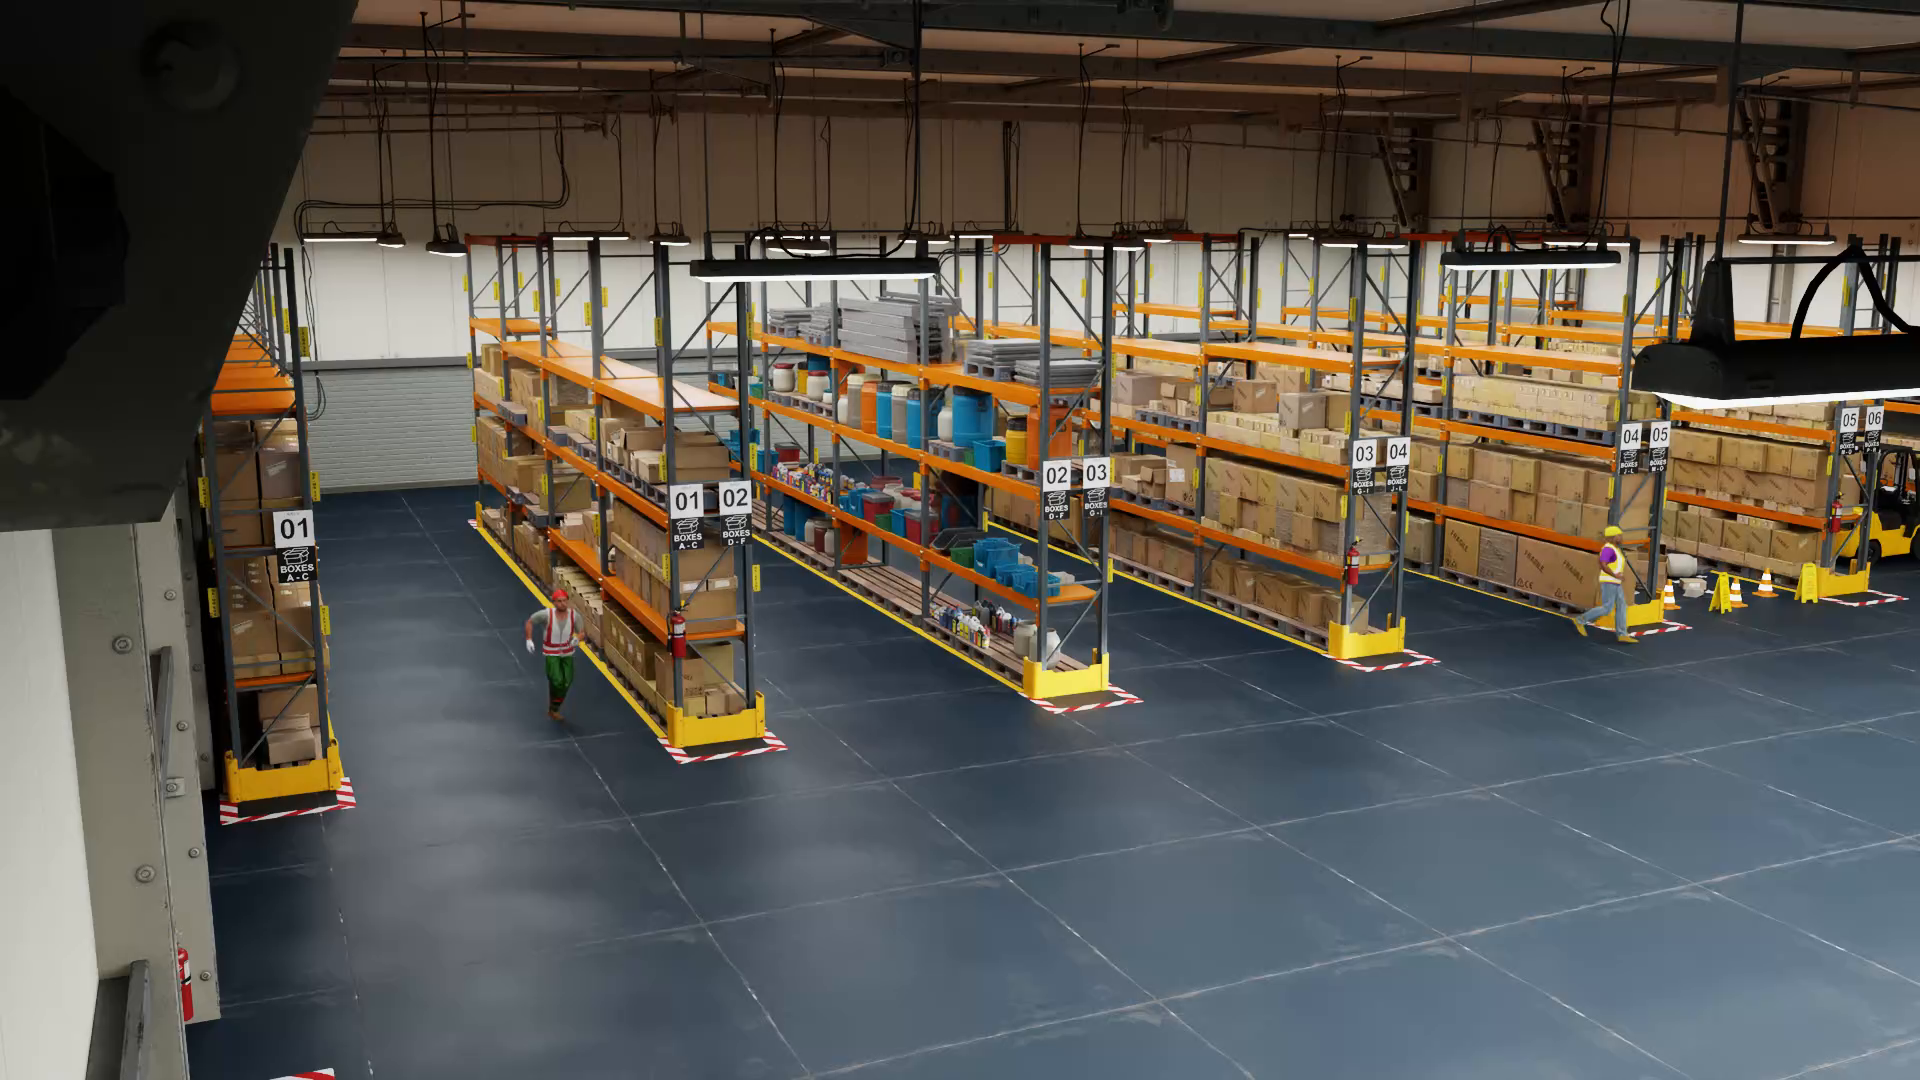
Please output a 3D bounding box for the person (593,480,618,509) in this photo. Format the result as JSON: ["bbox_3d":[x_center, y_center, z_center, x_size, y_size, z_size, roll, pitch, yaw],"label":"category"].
[{"bbox_3d":[-7.189,-1.106,34.128,0.665,1.847,0.806,-10,15,-41],"label":"person"}]

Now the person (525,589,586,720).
[{"bbox_3d":[-5.060,1.468,20.983,0.708,1.726,0.663,-6,12,-26],"label":"person"}]

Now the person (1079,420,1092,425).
[{"bbox_3d":[3.084,-2.415,41.210,0.649,1.699,0.624,-5,12,-25],"label":"person"}]

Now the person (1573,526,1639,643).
[{"bbox_3d":[9.867,0.652,25.189,0.947,1.729,0.765,6,13,30],"label":"person"}]
